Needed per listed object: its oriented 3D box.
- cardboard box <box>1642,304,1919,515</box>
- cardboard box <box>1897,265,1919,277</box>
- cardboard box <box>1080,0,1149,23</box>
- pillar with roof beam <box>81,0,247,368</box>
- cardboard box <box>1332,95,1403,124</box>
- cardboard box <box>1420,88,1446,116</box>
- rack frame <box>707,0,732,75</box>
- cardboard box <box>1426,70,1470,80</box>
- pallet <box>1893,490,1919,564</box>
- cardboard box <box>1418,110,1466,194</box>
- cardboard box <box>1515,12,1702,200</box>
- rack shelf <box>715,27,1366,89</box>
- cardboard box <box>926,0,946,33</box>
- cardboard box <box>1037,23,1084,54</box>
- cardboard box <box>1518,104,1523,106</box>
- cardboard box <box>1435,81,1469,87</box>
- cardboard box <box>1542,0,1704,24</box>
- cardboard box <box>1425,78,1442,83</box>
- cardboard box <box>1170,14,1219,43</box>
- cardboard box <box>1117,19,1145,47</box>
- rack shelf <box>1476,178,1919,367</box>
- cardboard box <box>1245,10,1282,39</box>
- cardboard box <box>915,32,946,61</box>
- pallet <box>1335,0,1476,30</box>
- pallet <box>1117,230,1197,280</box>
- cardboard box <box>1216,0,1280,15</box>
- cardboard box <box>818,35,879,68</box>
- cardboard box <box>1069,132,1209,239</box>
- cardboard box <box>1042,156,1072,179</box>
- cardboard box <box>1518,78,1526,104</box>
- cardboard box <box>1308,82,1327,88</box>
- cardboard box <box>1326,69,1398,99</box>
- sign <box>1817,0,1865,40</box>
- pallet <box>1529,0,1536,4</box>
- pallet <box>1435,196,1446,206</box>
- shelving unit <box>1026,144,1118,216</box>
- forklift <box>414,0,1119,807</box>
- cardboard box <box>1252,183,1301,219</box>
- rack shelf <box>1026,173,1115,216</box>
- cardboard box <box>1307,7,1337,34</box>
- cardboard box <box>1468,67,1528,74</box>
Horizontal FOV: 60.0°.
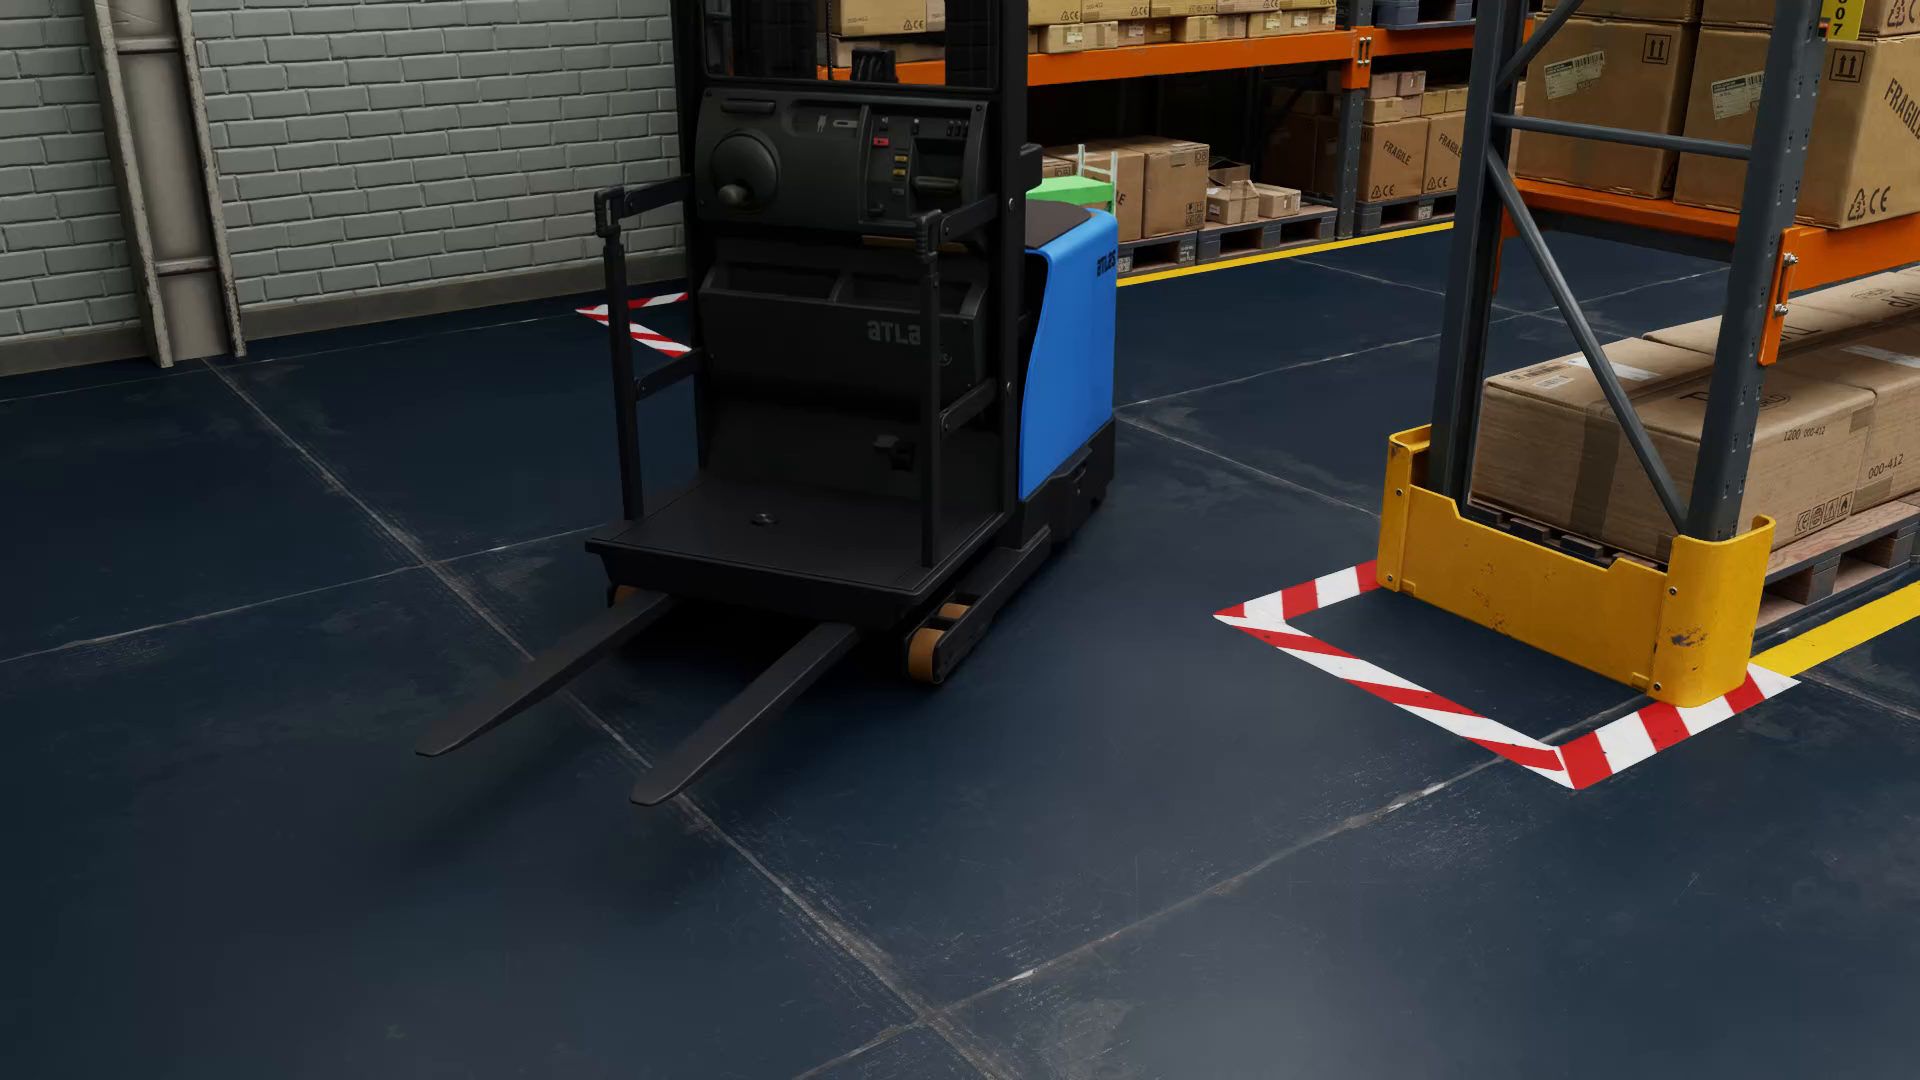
[{"bbox_3d":[3.077,-0.505,6.005,0.875,0.438,0.875,-14,26,-31],"label":"cardboard box"},{"bbox_3d":[4.536,-0.894,6.979,0.875,0.438,0.875,-15,26,-34],"label":"cardboard box"},{"bbox_3d":[0.706,-3.041,9.272,0.500,0.250,0.500,-16,27,-34],"label":"cardboard box"},{"bbox_3d":[-1.242,-3.798,3.271,0.400,9.000,9.100,-15,26,-33],"label":"pillar with roof beam"},{"bbox_3d":[2.653,-2.818,10.841,0.250,0.149,0.380,-14,25,-30],"label":"cardboard box"},{"bbox_3d":[3.034,-2.960,11.197,0.250,0.149,0.380,-17,27,-36],"label":"cardboard box"},{"bbox_3d":[-1.041,-2.619,8.412,0.127,3.000,1.000,-15,26,-33],"label":"rack frame"},{"bbox_3d":[3.585,-3.325,12.112,0.250,0.149,0.380,-16,27,-35],"label":"cardboard box"},{"bbox_3d":[3.454,-0.290,6.339,1.213,0.211,1.003,-15,26,-33],"label":"pallet"},{"bbox_3d":[3.157,-2.674,11.356,0.500,0.500,0.500,-15,26,-34],"label":"cardboard box"},{"bbox_3d":[2.098,-1.357,5.114,0.500,0.500,0.500,-15,26,-33],"label":"cardboard box"},{"bbox_3d":[0.583,-2.718,9.630,4.000,0.370,1.077,-15,26,-33],"label":"rack shelf"},{"bbox_3d":[-0.106,-2.814,8.701,0.500,0.250,0.500,-15,26,-32],"label":"cardboard box"},{"bbox_3d":[0.461,-2.755,9.091,0.250,0.149,0.380,-16,27,-34],"label":"cardboard box"},{"bbox_3d":[3.989,-2.891,11.900,0.500,0.500,0.500,-16,27,-35],"label":"cardboard box"},{"bbox_3d":[3.473,-3.066,11.463,0.250,0.149,0.380,-15,26,-33],"label":"cardboard box"},{"bbox_3d":[2.114,-1.813,4.909,0.500,0.500,0.500,-14,26,-31],"label":"cardboard box"},{"bbox_3d":[3.187,-3.207,11.816,0.250,0.149,0.380,-14,26,-31],"label":"cardboard box"},{"bbox_3d":[1.280,-2.984,9.666,0.250,0.149,0.380,-15,26,-34],"label":"cardboard box"},{"bbox_3d":[0.832,-2.894,9.441,0.250,0.149,0.380,-15,26,-33],"label":"cardboard box"},{"bbox_3d":[3.485,-1.225,5.890,4.000,0.370,1.077,-15,26,-33],"label":"rack shelf"},{"bbox_3d":[1.699,-3.096,9.948,0.250,0.149,0.380,-14,26,-31],"label":"cardboard box"},{"bbox_3d":[-0.241,-2.627,8.771,0.250,0.149,0.380,-15,26,-34],"label":"cardboard box"},{"bbox_3d":[2.919,-3.536,10.968,1.213,0.211,1.003,-15,26,-33],"label":"pallet"},{"bbox_3d":[0.657,-1.775,10.061,1.213,0.211,1.003,-15,26,-33],"label":"pallet"},{"bbox_3d":[1.537,-3.257,9.811,0.500,0.250,0.500,-15,26,-33],"label":"cardboard box"},{"bbox_3d":[-0.614,-2.491,8.430,0.250,0.149,0.380,-15,26,-33],"label":"cardboard box"},{"bbox_3d":[1.070,-2.155,10.055,0.500,0.500,0.700,-16,27,-35],"label":"cardboard box"},{"bbox_3d":[0.228,-1.930,9.492,0.500,0.500,0.700,-14,26,-31],"label":"cardboard box"},{"bbox_3d":[3.878,-3.186,11.765,0.250,0.149,0.380,-15,26,-33],"label":"cardboard box"},{"bbox_3d":[2.547,-3.045,11.411,0.250,0.149,0.380,-15,26,-33],"label":"cardboard box"},{"bbox_3d":[2.617,-2.974,10.831,0.250,0.149,0.380,-15,26,-34],"label":"cardboard box"},{"bbox_3d":[2.180,-1.397,4.075,0.005,0.325,0.100,-15,26,-33],"label":"sign"},{"bbox_3d":[4.944,-4.093,12.366,1.003,0.211,1.213,-15,26,-33],"label":"pallet"},{"bbox_3d":[3.836,-2.642,12.234,1.213,0.211,1.003,-15,26,-33],"label":"pallet"},{"bbox_3d":[0.329,-0.923,6.589,0.503,1.200,0.258,-13,25,-29],"label":"shelving unit"},{"bbox_3d":[-0.441,-1.117,4.740,1.130,2.935,3.031,9,23,20],"label":"forklift"},{"bbox_3d":[1.926,-2.147,10.508,0.250,0.149,0.380,-16,27,-34],"label":"cardboard box"},{"bbox_3d":[0.329,-1.310,6.436,0.480,0.148,0.258,-13,25,-29],"label":"rack shelf"},{"bbox_3d":[2.095,-3.223,10.265,0.250,0.149,0.380,-15,26,-32],"label":"cardboard box"},{"bbox_3d":[4.003,-3.437,12.394,0.250,0.149,0.380,-16,27,-34],"label":"cardboard box"}]
